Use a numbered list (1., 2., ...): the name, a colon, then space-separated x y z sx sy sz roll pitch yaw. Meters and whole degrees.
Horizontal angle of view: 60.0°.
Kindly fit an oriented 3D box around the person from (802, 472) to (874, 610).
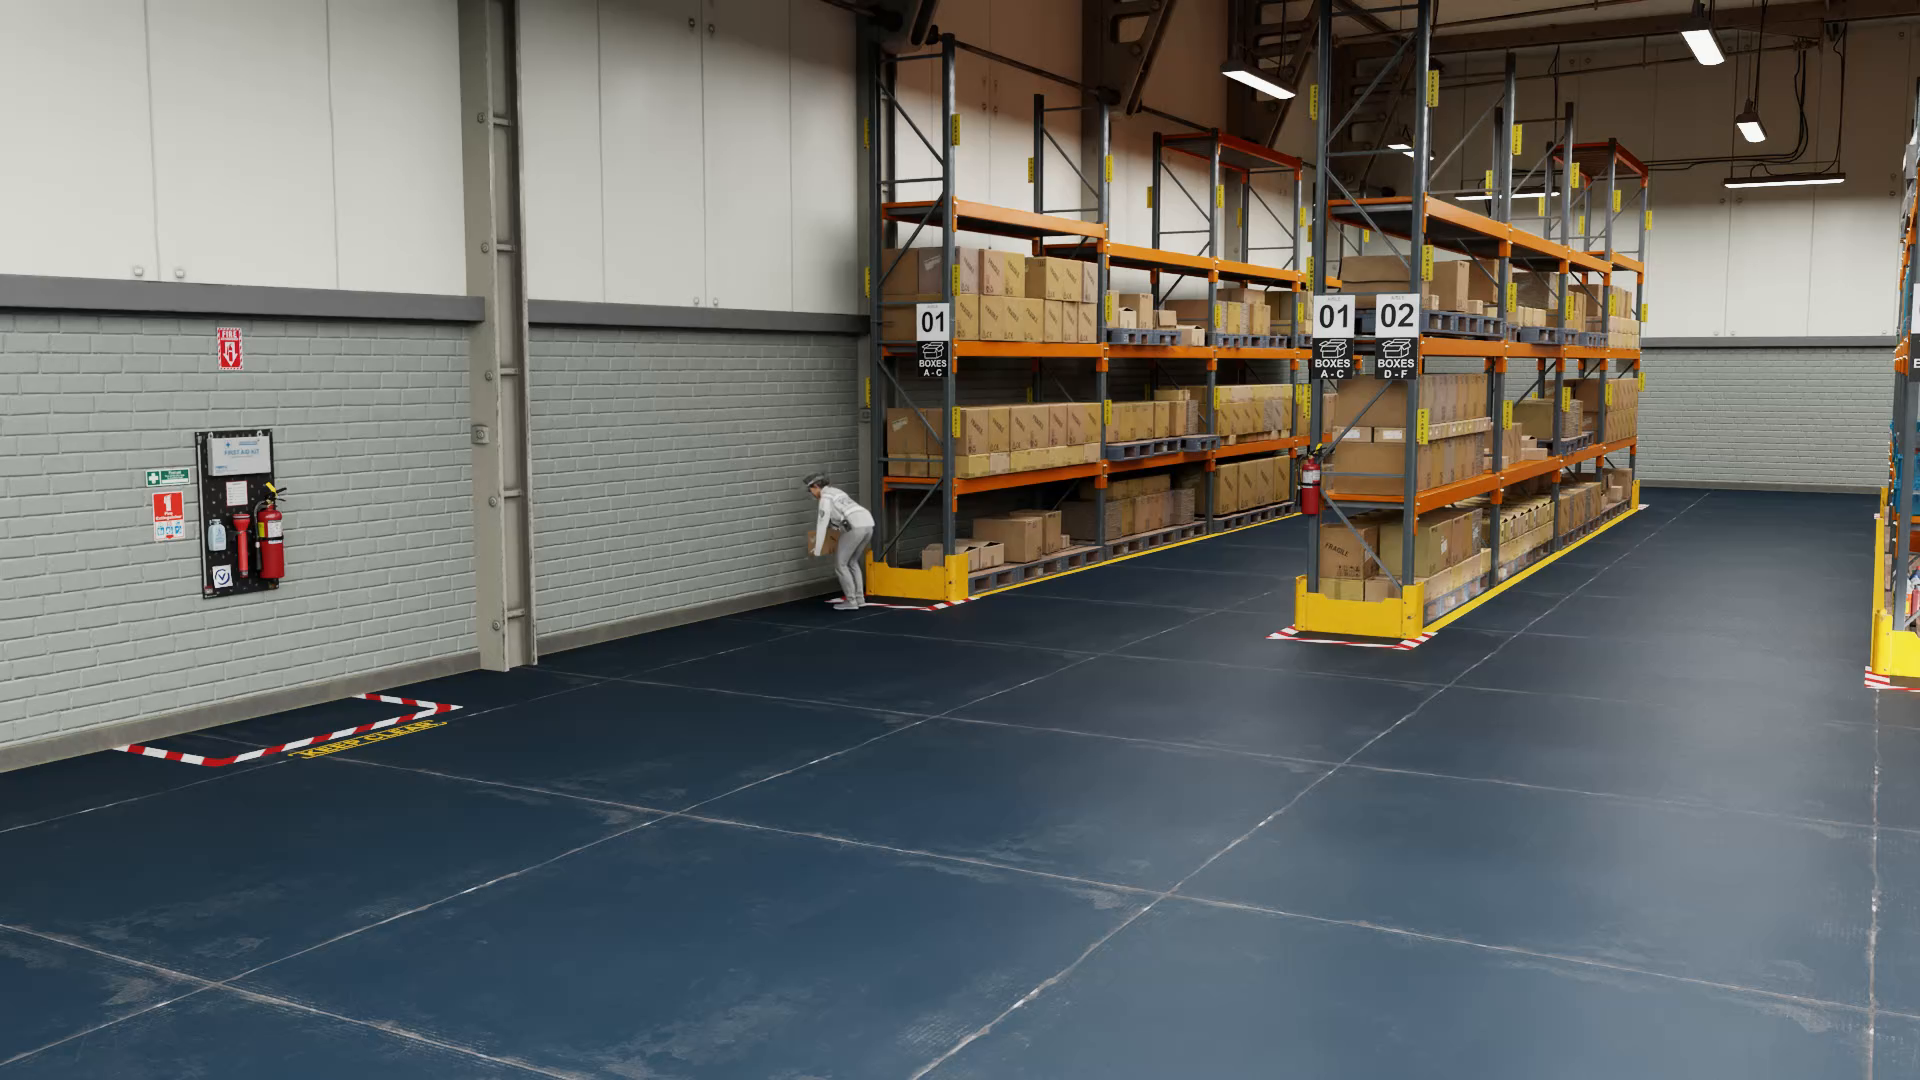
1. person: -1.288 0.003 17.461 0.795 1.434 0.410 3 7 27
